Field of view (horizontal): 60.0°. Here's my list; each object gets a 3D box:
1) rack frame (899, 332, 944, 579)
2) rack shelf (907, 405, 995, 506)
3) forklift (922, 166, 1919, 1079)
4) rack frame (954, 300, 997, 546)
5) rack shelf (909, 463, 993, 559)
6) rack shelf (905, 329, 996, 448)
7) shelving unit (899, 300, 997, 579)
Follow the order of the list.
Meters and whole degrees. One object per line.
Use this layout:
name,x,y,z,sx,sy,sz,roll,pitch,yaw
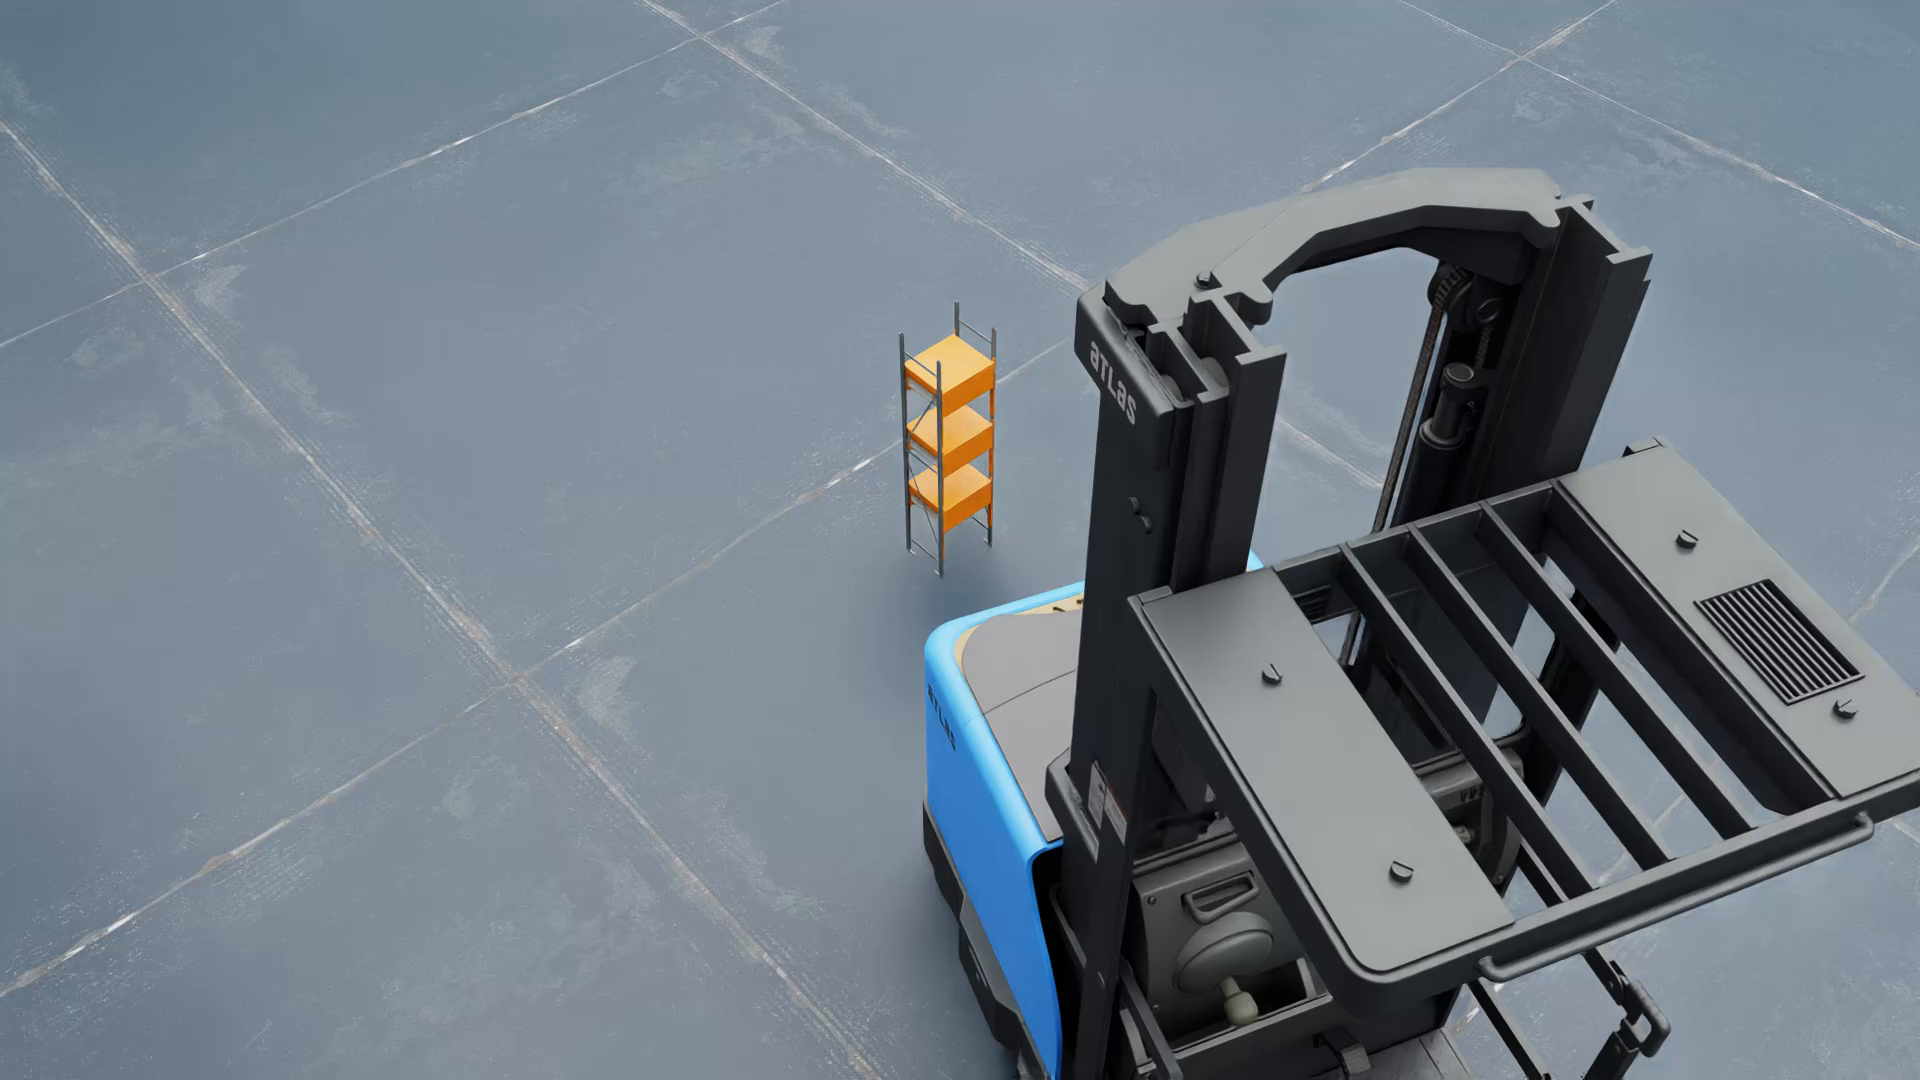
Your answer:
rack frame,-0.130,-0.269,5.784,0.008,1.050,0.200,-34,56,-27
rack shelf,-0.040,-0.322,5.848,0.240,0.259,0.215,-34,56,-27
forklift,0.894,0.857,3.465,1.130,2.935,3.031,-16,49,-14
rack frame,0.051,-0.390,5.895,0.008,1.050,0.200,-34,56,-27
rack shelf,-0.040,-0.134,6.052,0.240,0.259,0.215,-34,56,-27
rack shelf,-0.040,-0.515,5.639,0.240,0.259,0.215,-34,56,-27
shelving unit,-0.040,-0.330,5.840,0.252,1.050,0.215,-34,56,-27
